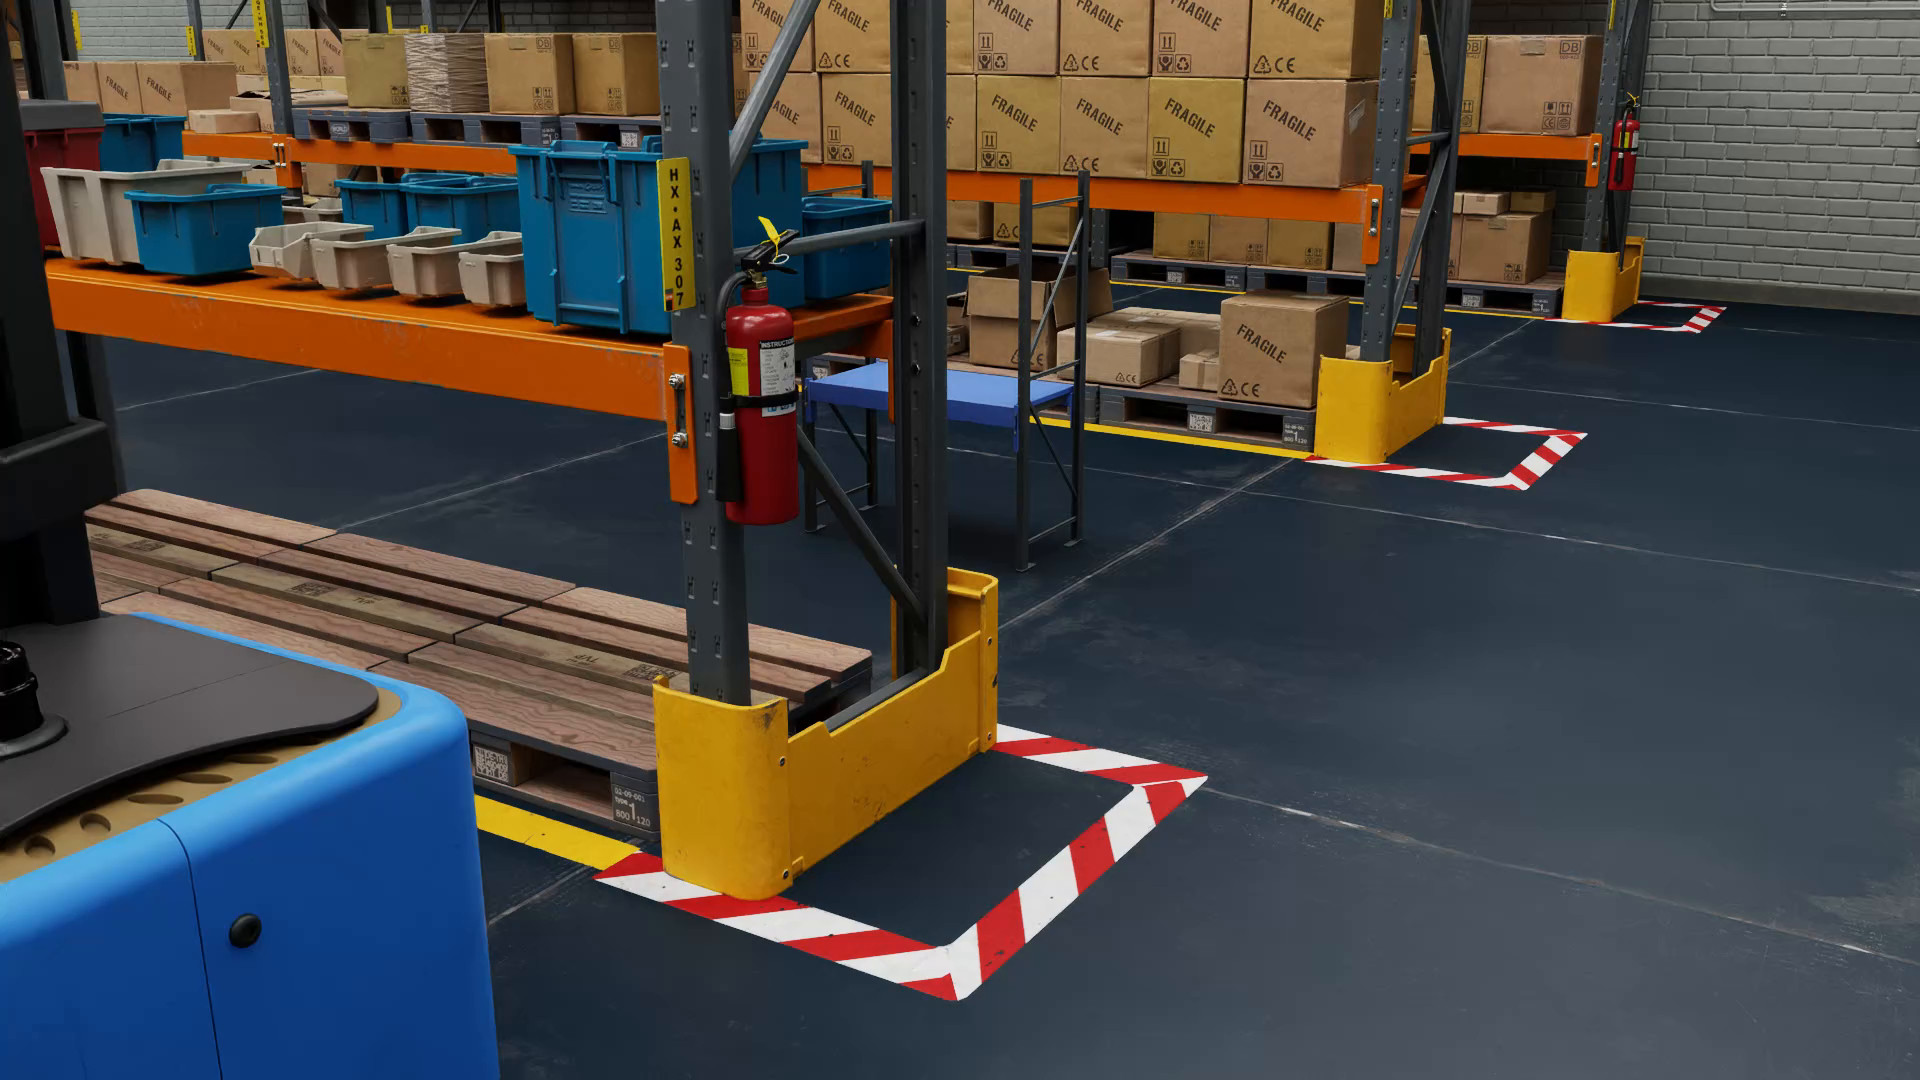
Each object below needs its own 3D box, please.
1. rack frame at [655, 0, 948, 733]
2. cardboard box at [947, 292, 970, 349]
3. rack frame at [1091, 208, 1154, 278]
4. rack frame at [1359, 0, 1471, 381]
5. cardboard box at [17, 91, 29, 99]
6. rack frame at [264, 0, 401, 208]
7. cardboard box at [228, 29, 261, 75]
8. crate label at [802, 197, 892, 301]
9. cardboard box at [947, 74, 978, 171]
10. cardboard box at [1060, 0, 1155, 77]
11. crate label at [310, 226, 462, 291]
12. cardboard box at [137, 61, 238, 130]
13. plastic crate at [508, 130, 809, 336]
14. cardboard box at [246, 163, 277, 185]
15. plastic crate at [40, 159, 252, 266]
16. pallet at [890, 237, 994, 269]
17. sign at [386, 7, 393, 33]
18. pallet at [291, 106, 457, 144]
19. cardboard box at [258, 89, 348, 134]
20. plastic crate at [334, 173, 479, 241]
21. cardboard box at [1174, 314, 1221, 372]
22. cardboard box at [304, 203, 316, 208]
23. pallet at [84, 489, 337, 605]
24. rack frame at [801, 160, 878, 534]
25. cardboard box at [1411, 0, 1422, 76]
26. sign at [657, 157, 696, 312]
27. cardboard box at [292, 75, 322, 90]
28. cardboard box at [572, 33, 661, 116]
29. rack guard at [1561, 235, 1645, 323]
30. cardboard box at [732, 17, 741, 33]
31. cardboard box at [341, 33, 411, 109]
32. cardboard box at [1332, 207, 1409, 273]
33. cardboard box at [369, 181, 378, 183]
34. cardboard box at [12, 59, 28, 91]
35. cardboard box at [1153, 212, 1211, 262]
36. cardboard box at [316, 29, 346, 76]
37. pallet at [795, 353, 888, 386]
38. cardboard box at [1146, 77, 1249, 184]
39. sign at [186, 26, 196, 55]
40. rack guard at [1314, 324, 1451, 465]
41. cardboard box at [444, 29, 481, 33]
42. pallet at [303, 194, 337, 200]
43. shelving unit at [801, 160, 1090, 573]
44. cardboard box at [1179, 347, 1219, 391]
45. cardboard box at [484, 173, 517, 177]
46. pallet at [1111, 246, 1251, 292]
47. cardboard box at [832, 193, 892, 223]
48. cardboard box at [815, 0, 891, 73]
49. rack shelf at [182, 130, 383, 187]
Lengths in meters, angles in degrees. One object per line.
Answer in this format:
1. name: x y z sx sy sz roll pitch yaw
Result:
1. rack frame: -0.345 -0.728 4.117 0.127 3.000 1.000 10 20 30
2. cardboard box: 0.115 -1.356 10.054 0.500 0.311 0.500 10 20 30
3. rack frame: 1.431 -3.790 14.198 0.127 3.000 1.000 10 20 30
4. rack frame: 2.250 -1.954 8.154 0.127 3.000 1.000 10 20 30
5. cardboard box: -7.533 -3.644 13.974 0.500 0.250 0.500 12 20 33
6. rack frame: -4.567 -3.171 12.160 0.127 3.000 1.000 10 20 30
7. cardboard box: -8.129 -5.687 19.377 0.500 0.500 0.500 10 20 30
8. crate label: -0.384 -0.796 4.525 0.303 0.233 0.416 10 20 30
9. cardboard box: -0.004 -2.312 9.159 0.500 0.500 0.500 10 20 30
10. cardboard box: 0.852 -2.634 8.501 0.500 0.500 0.500 11 20 32
11. crate label: -1.625 -0.794 4.684 0.243 0.136 0.396 10 20 30
12. cardboard box: -6.005 -3.470 12.972 0.500 0.500 0.500 9 19 27
13. plastic crate: -0.729 -0.778 4.119 0.499 0.435 0.616 10 20 30
14. cardboard box: -8.252 -4.412 20.114 0.500 0.311 0.500 8 19 24
15. plastic crate: -2.549 -1.031 5.214 0.530 0.282 0.437 10 20 30
16. pallet: -0.310 -2.740 15.538 1.213 0.211 1.003 10 20 30
17. sign: -4.291 -3.823 12.450 0.005 0.325 0.100 10 20 30
18. pallet: -3.953 -2.994 11.905 1.003 0.211 1.213 10 20 30
19. cardboard box: -4.854 -3.195 12.390 0.500 0.311 0.500 12 20 33
20. plastic crate: -1.761 -1.042 5.334 0.300 0.233 0.416 10 20 30
21. cardboard box: 1.509 -1.078 9.243 0.500 0.250 0.500 10 20 30
22. cardboard box: -4.860 -2.477 12.919 0.500 0.311 0.500 11 20 32
23. pallet: -3.107 0.100 6.189 1.213 0.211 1.003 10 20 30
24. rack frame: -0.506 -0.808 6.960 0.032 1.500 0.500 10 20 30
25. cardboard box: 2.010 -2.613 8.431 0.500 0.500 0.500 11 20 32
26. sign: -0.620 -0.667 3.637 0.005 0.325 0.100 10 20 30
27. cardboard box: -7.235 -5.168 18.959 0.500 0.250 0.500 10 20 31
28. cardboard box: -2.064 -3.028 10.793 0.500 0.500 0.700 14 22 39
29. rack guard: 4.860 -1.982 12.546 0.348 0.500 1.175 10 20 30
30. cardboard box: -2.287 -5.012 16.176 0.250 0.149 0.380 7 18 23
31. cardboard box: -3.971 -3.352 11.861 0.500 0.500 0.700 4 17 12
32. cardboard box: 3.335 -2.421 13.268 0.500 0.500 0.700 9 19 28
33. cardboard box: -6.739 -4.102 19.371 0.250 0.149 0.380 8 19 26
34. cardboard box: -8.357 -3.893 14.365 0.500 0.500 0.700 10 19 29
35. cardboard box: 2.014 -2.656 14.042 0.500 0.500 0.700 10 20 31
36. cardboard box: -6.803 -5.453 18.604 0.500 0.500 0.500 9 19 28
37. pallet: -0.574 -1.124 10.217 1.213 0.211 1.003 10 20 30
38. cardboard box: 1.282 -2.081 8.399 0.500 0.500 0.500 10 20 31
39. sign: -9.079 -5.895 19.638 0.005 0.325 0.100 10 20 30
40. rack guard: 2.185 -0.770 8.555 0.348 0.500 1.175 10 20 30
41. cardboard box: -5.677 -5.427 18.519 0.500 0.500 0.500 10 19 29
42. pallet: -7.021 -3.951 19.526 1.213 0.211 1.003 10 20 30
43. shelving unit: -0.073 -0.731 6.706 1.048 1.500 0.538 10 20 30
44. cardboard box: 1.360 -0.915 8.849 0.250 0.166 0.380 10 20 30
45. cardboard box: -4.750 -3.914 18.148 0.500 0.500 0.700 11 20 32
46. pallet: 2.038 -2.321 14.158 1.213 0.211 1.003 10 20 30
47. cardboard box: -0.677 -3.292 15.533 0.750 0.750 0.750 10 20 30
48. cardboard box: -0.464 -2.869 9.274 0.500 0.500 0.500 9 19 28
49. rack shelf: -6.271 -3.131 13.266 4.000 0.370 1.077 10 20 30
